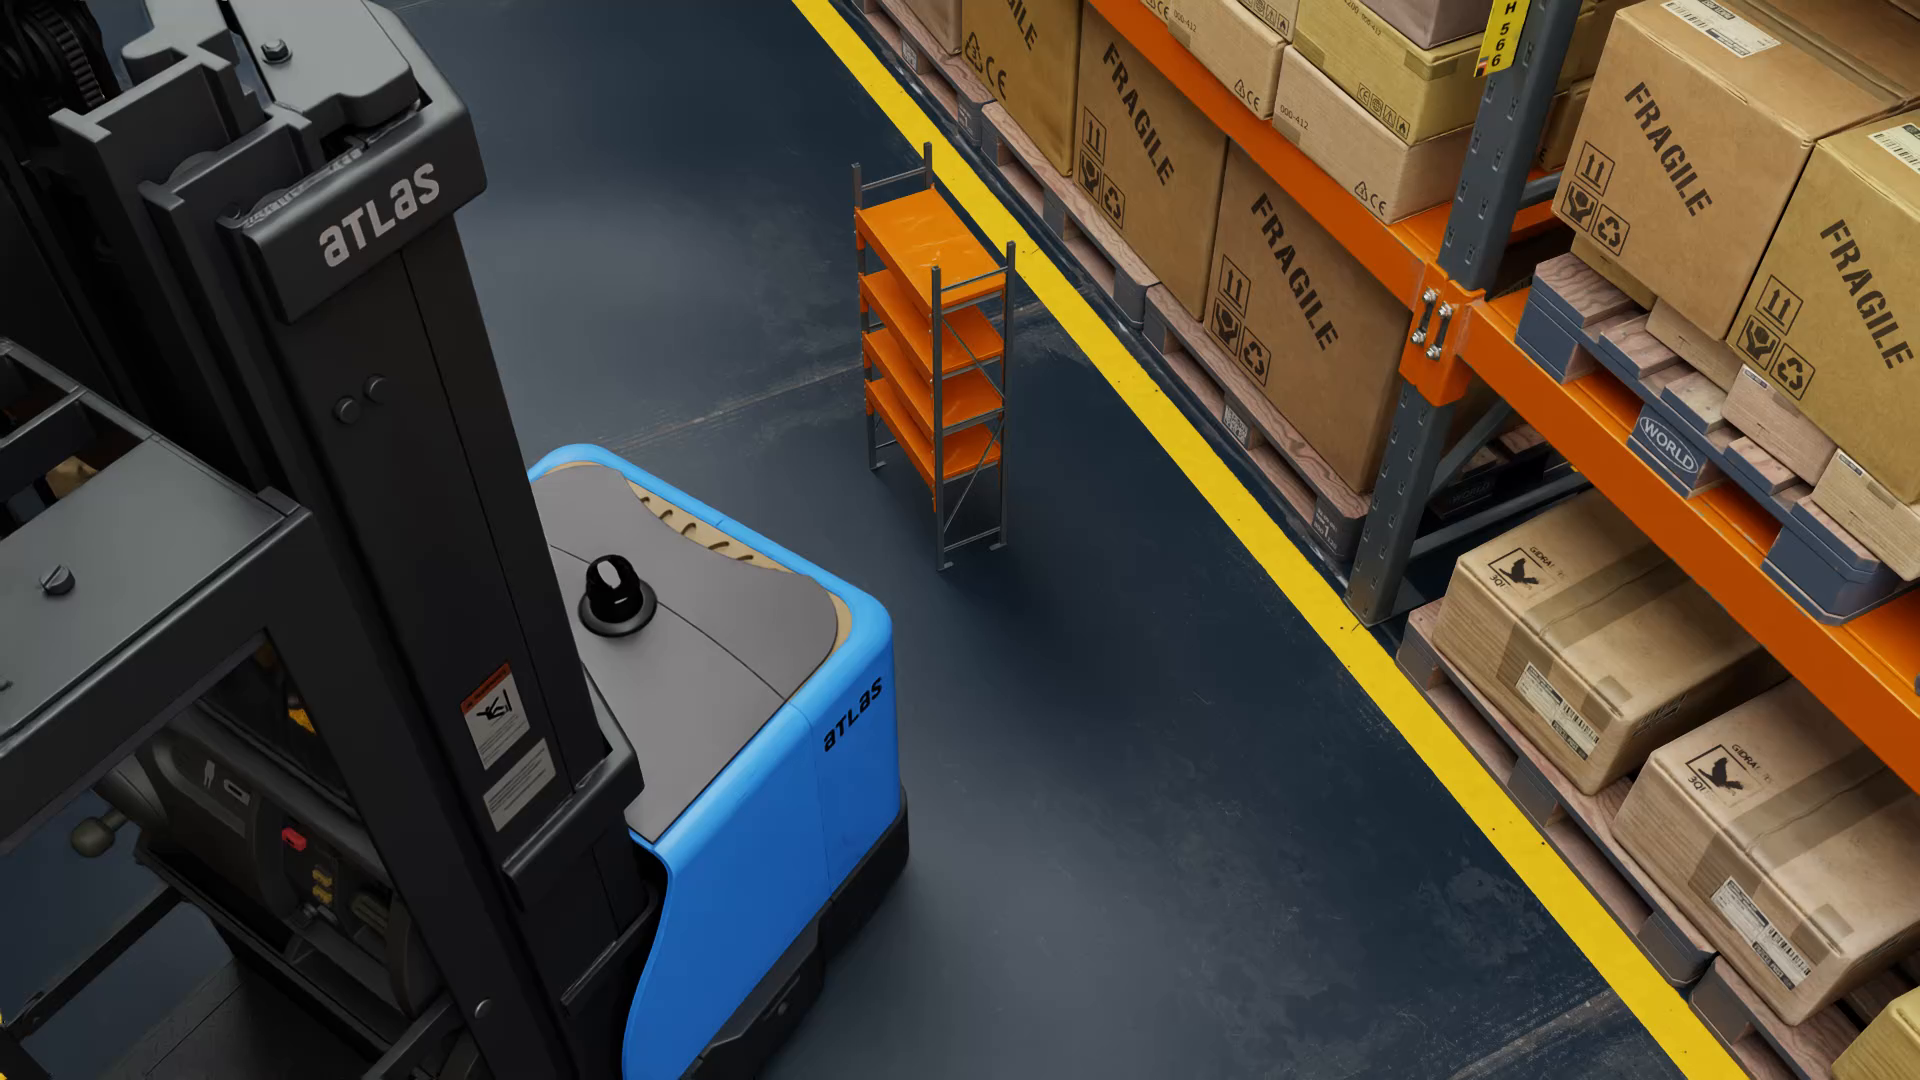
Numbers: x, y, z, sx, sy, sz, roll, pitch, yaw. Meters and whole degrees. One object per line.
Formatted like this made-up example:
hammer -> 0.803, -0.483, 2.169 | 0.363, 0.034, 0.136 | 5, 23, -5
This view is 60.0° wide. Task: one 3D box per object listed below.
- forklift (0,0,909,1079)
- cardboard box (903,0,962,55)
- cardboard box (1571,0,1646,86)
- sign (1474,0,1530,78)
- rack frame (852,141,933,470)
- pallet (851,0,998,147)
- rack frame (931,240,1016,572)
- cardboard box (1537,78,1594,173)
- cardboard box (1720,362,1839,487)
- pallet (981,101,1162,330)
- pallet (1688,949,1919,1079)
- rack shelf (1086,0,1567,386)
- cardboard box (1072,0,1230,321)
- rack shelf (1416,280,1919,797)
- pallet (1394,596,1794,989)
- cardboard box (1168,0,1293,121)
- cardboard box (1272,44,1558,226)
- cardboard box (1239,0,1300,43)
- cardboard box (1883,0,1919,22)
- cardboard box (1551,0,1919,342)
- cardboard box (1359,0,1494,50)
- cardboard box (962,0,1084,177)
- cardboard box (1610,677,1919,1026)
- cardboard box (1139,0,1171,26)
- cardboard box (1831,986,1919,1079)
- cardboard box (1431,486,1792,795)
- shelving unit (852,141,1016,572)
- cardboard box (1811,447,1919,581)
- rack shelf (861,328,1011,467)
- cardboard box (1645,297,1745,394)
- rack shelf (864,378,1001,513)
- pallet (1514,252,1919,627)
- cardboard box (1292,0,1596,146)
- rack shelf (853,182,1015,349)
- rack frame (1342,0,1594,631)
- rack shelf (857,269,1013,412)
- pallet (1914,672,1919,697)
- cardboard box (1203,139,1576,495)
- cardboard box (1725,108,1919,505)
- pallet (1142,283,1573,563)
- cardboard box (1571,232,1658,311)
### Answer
forklift -> -1.388, 0.600, 2.778 | 1.130, 2.935, 3.031 | 28, 54, 22
cardboard box -> 0.165, -2.658, 6.714 | 0.875, 0.875, 0.875 | -20, 52, -16
cardboard box -> 1.628, -1.469, 4.309 | 0.500, 0.250, 0.500 | -22, 52, -18
sign -> 1.149, -1.117, 3.465 | 0.100, 0.325, 0.005 | -21, 52, -18
rack frame -> -0.187, -0.669, 5.038 | 0.240, 1.200, 0.015 | -21, 52, -18
pallet -> 0.230, -2.198, 7.032 | 1.003, 0.211, 1.213 | -21, 52, -18
rack frame -> 0.036, -0.342, 4.752 | 0.240, 1.200, 0.015 | -21, 52, -18
cardboard box -> 1.640, -1.294, 4.489 | 0.500, 0.250, 0.500 | -22, 52, -18
cardboard box -> 1.808, -0.303, 3.410 | 0.380, 0.149, 0.250 | -24, 53, -20
pallet -> 0.792, -1.380, 6.317 | 1.003, 0.211, 1.213 | -21, 52, -18
pallet -> 2.551, 1.328, 3.948 | 1.003, 0.211, 1.213 | -21, 52, -18
rack shelf -> 0.725, -2.031, 5.511 | 1.077, 0.370, 4.000 | -21, 52, -18
cardboard box -> 0.994, -1.457, 5.664 | 0.875, 0.875, 0.875 | -21, 52, -17
rack shelf -> 2.556, 0.646, 3.170 | 1.077, 0.370, 4.000 | -21, 52, -18
pallet -> 1.997, 0.512, 4.662 | 1.003, 0.211, 1.213 | -21, 52, -18
cardboard box -> 0.931, -1.465, 4.638 | 0.500, 0.250, 0.500 | -20, 52, -17
cardboard box -> 1.178, -1.129, 4.344 | 0.500, 0.250, 0.500 | -23, 53, -19
cardboard box -> 0.955, -1.623, 4.444 | 0.500, 0.250, 0.500 | -22, 53, -18
cardboard box -> 2.096, -0.990, 3.580 | 0.500, 0.500, 0.500 | -23, 53, -19
cardboard box -> 1.641, -0.817, 3.429 | 0.500, 0.500, 0.500 | -23, 53, -19
cardboard box -> 1.171, -1.547, 3.880 | 0.500, 0.500, 0.500 | -22, 53, -18
cardboard box -> 0.585, -2.056, 6.188 | 0.875, 0.875, 0.875 | -20, 52, -16
cardboard box -> 2.235, 0.670, 4.138 | 0.950, 0.372, 0.625 | -22, 52, -18
cardboard box -> 0.714, -1.808, 4.938 | 0.500, 0.250, 0.500 | -22, 52, -18
cardboard box -> 2.577, 1.180, 3.692 | 0.950, 0.372, 0.625 | -20, 52, -16
cardboard box -> 1.890, 0.179, 4.567 | 0.950, 0.372, 0.625 | -24, 53, -20
shelving unit -> -0.076, -0.506, 4.895 | 0.258, 1.200, 0.503 | -21, 52, -18
cardboard box -> 1.915, -0.112, 3.243 | 0.380, 0.149, 0.250 | -21, 52, -17
rack shelf -> -0.076, -0.462, 4.946 | 0.258, 0.148, 0.480 | -21, 52, -18
cardboard box -> 1.723, -0.502, 3.584 | 0.380, 0.149, 0.250 | -24, 53, -20
rack shelf -> -0.076, -0.331, 5.095 | 0.258, 0.148, 0.480 | -21, 52, -18
pallet -> 2.061, -0.426, 3.757 | 1.213, 0.211, 1.003 | -21, 52, -18
cardboard box -> 1.193, -1.281, 4.145 | 0.500, 0.250, 0.500 | -21, 52, -18
rack shelf -> -0.076, -0.764, 4.599 | 0.258, 0.148, 0.480 | -21, 52, -18
rack frame -> 1.641, -0.929, 4.070 | 1.000, 3.000, 0.127 | -21, 52, -18
rack shelf -> -0.076, -0.609, 4.778 | 0.258, 0.148, 0.480 | -21, 52, -18
pallet -> 2.583, 0.445, 2.996 | 1.003, 0.211, 1.213 | -21, 52, -18
cardboard box -> 1.398, -0.859, 5.141 | 0.875, 0.875, 0.875 | -22, 52, -18
cardboard box -> 1.885, -0.471, 3.126 | 0.500, 0.500, 0.500 | -19, 51, -16
pallet -> 1.347, -0.565, 5.604 | 1.003, 0.211, 1.213 | -21, 52, -18
cardboard box -> 1.624, -0.703, 3.760 | 0.380, 0.149, 0.250 | -24, 53, -20
